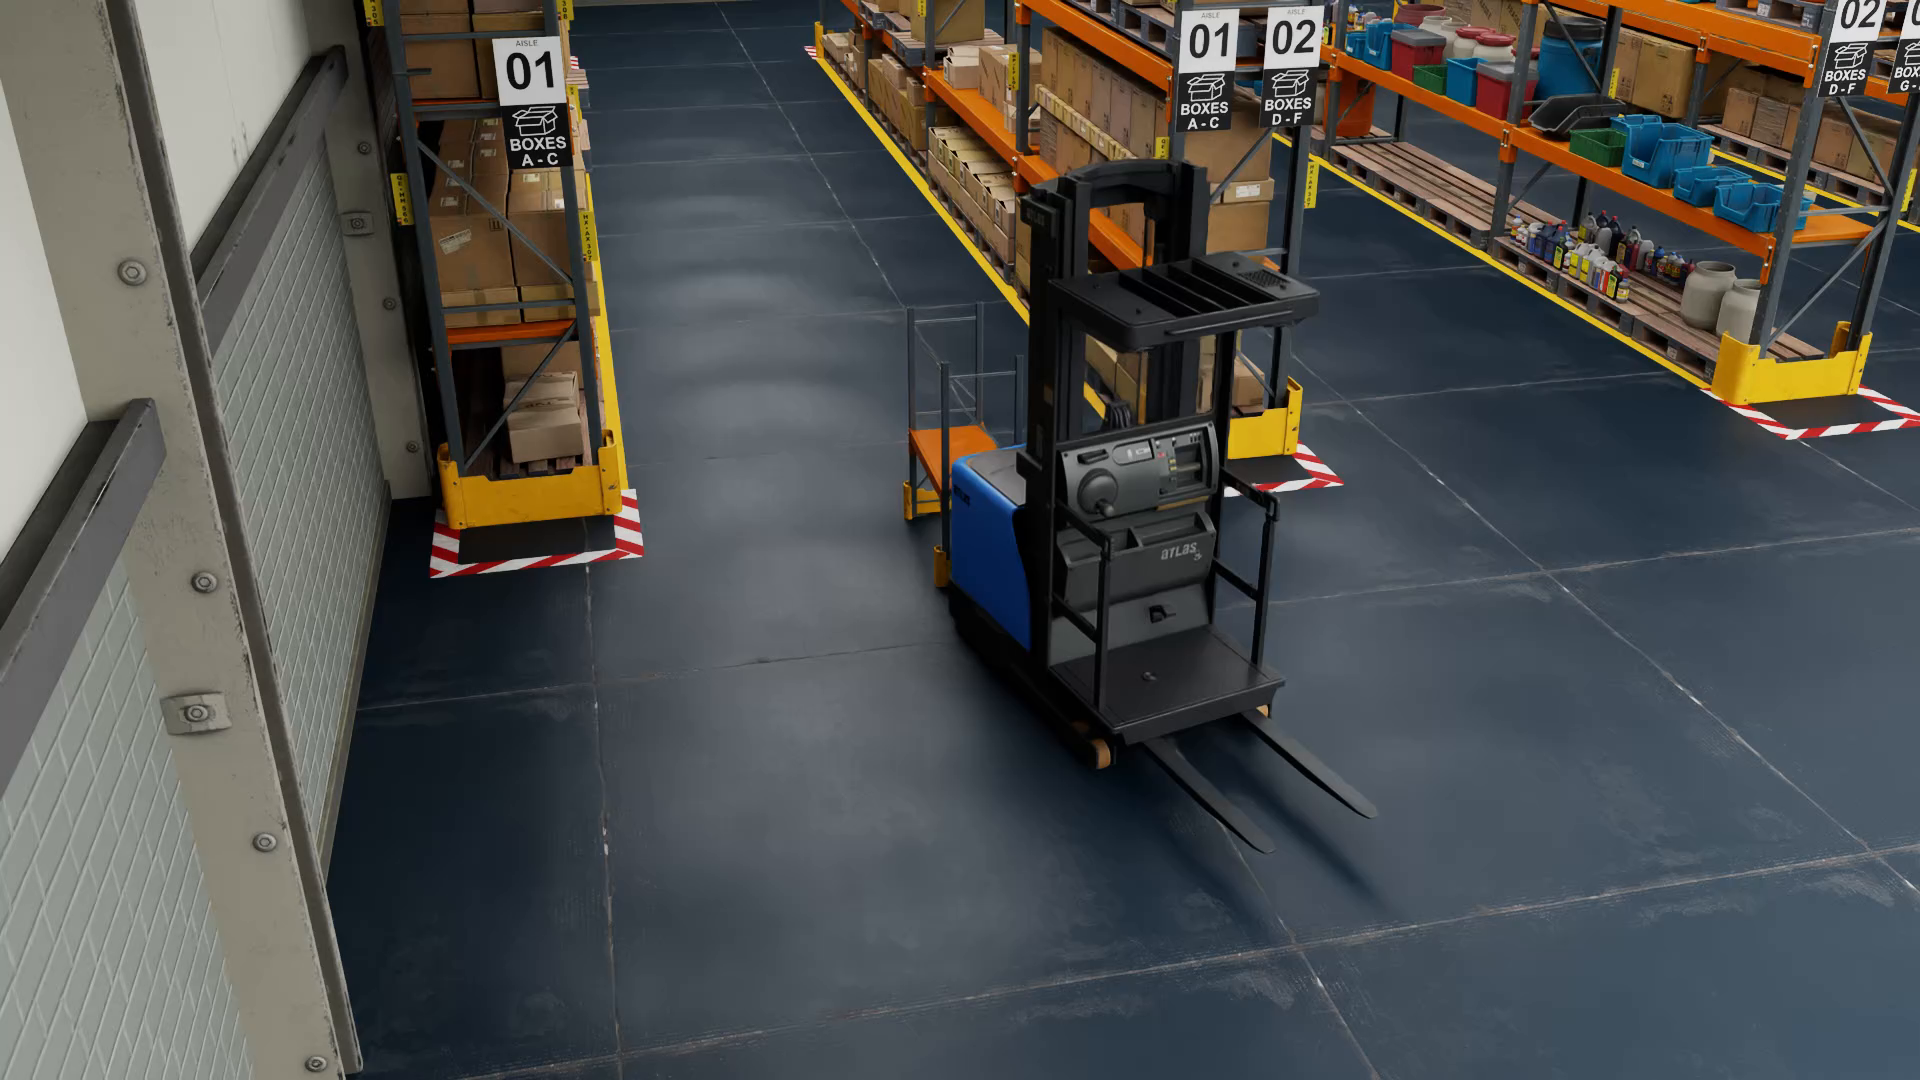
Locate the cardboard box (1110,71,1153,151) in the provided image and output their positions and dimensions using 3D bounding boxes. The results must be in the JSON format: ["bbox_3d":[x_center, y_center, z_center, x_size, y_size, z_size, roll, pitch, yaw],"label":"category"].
[{"bbox_3d":[1.568,-3.314,12.783,0.700,0.500,0.500,-6,27,-11],"label":"cardboard box"}]

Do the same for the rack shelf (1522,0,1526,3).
[{"bbox_3d":[5.386,-6.163,17.447,1.077,0.370,4.000,-6,27,-12],"label":"rack shelf"}]

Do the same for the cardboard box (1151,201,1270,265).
[{"bbox_3d":[1.819,-2.260,12.135,0.700,0.500,0.500,-6,27,-12],"label":"cardboard box"}]

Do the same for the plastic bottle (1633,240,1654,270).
[{"bbox_3d":[6.411,-2.696,15.644,0.152,0.276,0.135,-5,27,-11],"label":"plastic bottle"}]

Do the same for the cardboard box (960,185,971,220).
[{"bbox_3d":[0.293,-3.548,17.383,0.500,0.250,0.500,-5,27,-11],"label":"cardboard box"}]

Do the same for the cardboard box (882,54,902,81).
[{"bbox_3d":[-0.696,-6.017,21.142,0.500,0.250,0.500,-6,27,-11],"label":"cardboard box"}]

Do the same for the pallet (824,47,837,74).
[{"bbox_3d":[-1.497,-7.405,25.534,1.003,0.211,1.213,-6,27,-12],"label":"pallet"}]

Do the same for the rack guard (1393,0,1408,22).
[{"bbox_3d":[7.952,-8.933,28.239,1.175,0.500,0.348,-6,27,-12],"label":"rack guard"}]

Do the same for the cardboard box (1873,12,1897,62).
[{"bbox_3d":[10.620,-5.588,17.707,1.000,1.000,1.000,-6,27,-11],"label":"cardboard box"}]

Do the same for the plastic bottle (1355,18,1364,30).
[{"bbox_3d":[4.931,-6.339,20.548,0.097,0.201,0.097,0,27,0],"label":"plastic bottle"}]

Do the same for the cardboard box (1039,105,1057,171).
[{"bbox_3d":[1.116,-3.616,14.821,0.700,0.500,0.500,-7,28,-13],"label":"cardboard box"}]

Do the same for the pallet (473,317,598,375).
[{"bbox_3d":[-3.630,-1.725,14.279,1.003,0.211,1.213,-6,27,-12],"label":"pallet"}]

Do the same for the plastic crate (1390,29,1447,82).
[{"bbox_3d":[5.001,-5.311,18.219,0.402,0.464,0.583,-6,27,-12],"label":"plastic crate"}]

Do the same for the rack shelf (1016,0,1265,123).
[{"bbox_3d":[1.461,-3.906,12.975,1.077,0.370,4.000,-6,27,-12],"label":"rack shelf"}]

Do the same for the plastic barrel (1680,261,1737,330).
[{"bbox_3d":[6.402,-2.089,14.201,0.421,0.512,0.421,0,27,0],"label":"plastic barrel"}]

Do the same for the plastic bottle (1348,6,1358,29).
[{"bbox_3d":[4.967,-6.605,20.996,0.097,0.271,0.097,0,27,0],"label":"plastic bottle"}]

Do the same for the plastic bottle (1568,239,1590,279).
[{"bbox_3d":[5.753,-2.615,15.400,0.144,0.351,0.185,-6,27,-12],"label":"plastic bottle"}]

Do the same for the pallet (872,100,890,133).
[{"bbox_3d":[-0.573,-5.679,22.115,1.003,0.211,1.213,-6,27,-12],"label":"pallet"}]

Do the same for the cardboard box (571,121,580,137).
[{"bbox_3d":[-3.187,-2.921,12.866,0.500,0.500,0.500,-7,28,-13],"label":"cardboard box"}]

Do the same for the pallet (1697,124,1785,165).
[{"bbox_3d":[9.935,-4.938,20.645,1.003,0.211,1.213,-6,27,-12],"label":"pallet"}]

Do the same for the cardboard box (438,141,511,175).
[{"bbox_3d":[-3.565,-2.637,12.303,0.500,0.500,0.500,-6,27,-11],"label":"cardboard box"}]

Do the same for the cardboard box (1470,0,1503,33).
[{"bbox_3d":[8.586,-8.214,25.933,0.875,0.875,0.875,-6,27,-12],"label":"cardboard box"}]

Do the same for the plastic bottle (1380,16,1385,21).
[{"bbox_3d":[5.153,-6.242,20.277,0.097,0.271,0.097,0,27,0],"label":"plastic bottle"}]

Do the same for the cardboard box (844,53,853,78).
[{"bbox_3d":[-1.367,-6.824,23.784,0.500,0.311,0.500,-6,27,-12],"label":"cardboard box"}]

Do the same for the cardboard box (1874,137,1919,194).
[{"bbox_3d":[10.545,-4.122,18.220,0.700,0.500,0.500,-8,28,-16],"label":"cardboard box"}]

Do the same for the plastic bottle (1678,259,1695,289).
[{"bbox_3d":[6.600,-2.424,15.095,0.061,0.283,0.133,-5,27,-11],"label":"plastic bottle"}]

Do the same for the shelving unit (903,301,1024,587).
[{"bbox_3d":[0.017,-0.636,10.692,0.587,1.500,1.083,-6,27,-12],"label":"shelving unit"}]

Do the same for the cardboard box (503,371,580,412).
[{"bbox_3d":[-3.111,-1.064,12.372,0.500,0.311,0.500,-4,27,-7],"label":"cardboard box"}]

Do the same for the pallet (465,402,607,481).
[{"bbox_3d":[-3.080,-0.654,12.157,1.003,0.211,1.213,-6,27,-12],"label":"pallet"}]

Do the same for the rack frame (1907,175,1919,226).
[{"bbox_3d":[10.662,-4.770,17.218,1.000,3.000,0.127,-6,27,-12],"label":"rack frame"}]

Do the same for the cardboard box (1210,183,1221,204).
[{"bbox_3d":[1.640,-2.492,11.874,0.380,0.149,0.250,-6,27,-12],"label":"cardboard box"}]

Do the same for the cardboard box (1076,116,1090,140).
[{"bbox_3d":[1.176,-3.397,13.667,0.380,0.149,0.250,-7,28,-13],"label":"cardboard box"}]

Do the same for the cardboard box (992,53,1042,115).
[{"bbox_3d":[0.621,-4.600,16.771,0.500,0.500,0.500,-6,27,-12],"label":"cardboard box"}]

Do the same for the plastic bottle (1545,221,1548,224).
[{"bbox_3d":[5.684,-2.938,16.115,0.061,0.283,0.133,-6,27,-12],"label":"plastic bottle"}]

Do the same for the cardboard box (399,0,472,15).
[{"bbox_3d":[-3.266,-3.507,10.143,0.500,0.500,0.500,-5,27,-9],"label":"cardboard box"}]

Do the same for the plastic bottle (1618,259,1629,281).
[{"bbox_3d":[5.971,-2.381,15.011,0.061,0.283,0.133,-6,27,-12],"label":"plastic bottle"}]

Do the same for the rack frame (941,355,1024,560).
[{"bbox_3d":[0.134,-0.409,10.242,0.500,1.500,0.032,-6,27,-12],"label":"rack frame"}]

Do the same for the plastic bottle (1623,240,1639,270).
[{"bbox_3d":[6.308,-2.688,15.620,0.061,0.283,0.133,-6,27,-12],"label":"plastic bottle"}]

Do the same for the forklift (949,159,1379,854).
[{"bbox_3d":[1.041,-0.331,8.500,1.130,2.935,3.031,-13,29,-23],"label":"forklift"}]

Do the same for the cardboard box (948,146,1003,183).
[{"bbox_3d":[0.180,-4.018,17.692,0.500,0.311,0.500,-7,28,-13],"label":"cardboard box"}]

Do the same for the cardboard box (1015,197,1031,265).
[{"bbox_3d":[0.809,-2.825,15.118,0.500,0.500,0.500,-6,27,-12],"label":"cardboard box"}]

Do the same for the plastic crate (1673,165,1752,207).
[{"bbox_3d":[6.193,-2.920,13.717,0.499,0.251,0.408,-6,27,-12],"label":"plastic crate"}]

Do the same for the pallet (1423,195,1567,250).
[{"bbox_3d":[5.622,-3.363,17.525,1.003,0.211,1.213,-6,27,-12],"label":"pallet"}]

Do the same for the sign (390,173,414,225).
[{"bbox_3d":[-3.459,-2.115,10.323,0.100,0.325,0.005,-6,27,-12],"label":"sign"}]

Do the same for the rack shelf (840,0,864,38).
[{"bbox_3d":[-1.244,-7.834,24.088,1.077,0.370,4.000,-6,27,-12],"label":"rack shelf"}]

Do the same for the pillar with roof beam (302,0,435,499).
[{"bbox_3d":[0.280,-4.840,10.698,9.100,9.000,0.400,-6,27,-12],"label":"pillar with roof beam"}]

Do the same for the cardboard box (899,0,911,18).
[{"bbox_3d":[-0.335,-6.740,20.545,0.700,0.500,0.500,-13,30,-25],"label":"cardboard box"}]

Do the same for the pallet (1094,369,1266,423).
[{"bbox_3d":[1.698,-1.096,13.034,1.003,0.211,1.213,-6,27,-12],"label":"pallet"}]

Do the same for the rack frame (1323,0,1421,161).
[{"bbox_3d":[4.935,-6.023,19.700,1.000,3.000,0.127,-6,27,-12],"label":"rack frame"}]

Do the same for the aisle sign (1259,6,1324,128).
[{"bbox_3d":[2.225,-3.172,11.168,0.394,0.787,0.004,-6,27,-12],"label":"aisle sign"}]

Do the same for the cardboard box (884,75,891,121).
[{"bbox_3d":[-0.685,-5.668,21.283,0.500,0.500,0.500,-6,27,-11],"label":"cardboard box"}]

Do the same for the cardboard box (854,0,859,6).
[{"bbox_3d":[-1.156,-7.516,22.547,0.500,0.500,0.500,-6,27,-11],"label":"cardboard box"}]

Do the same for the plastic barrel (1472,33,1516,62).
[{"bbox_3d":[5.669,-5.092,17.705,0.433,0.535,0.433,0,27,0],"label":"plastic barrel"}]

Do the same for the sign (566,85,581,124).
[{"bbox_3d":[-3.289,-3.706,14.149,0.100,0.325,0.005,-6,27,-12],"label":"sign"}]

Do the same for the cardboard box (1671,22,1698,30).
[{"bbox_3d":[9.408,-6.762,21.054,0.500,0.500,0.500,-5,27,-10],"label":"cardboard box"}]

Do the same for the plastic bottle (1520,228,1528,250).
[{"bbox_3d":[5.527,-2.940,16.211,0.097,0.201,0.097,0,27,0],"label":"plastic bottle"}]
